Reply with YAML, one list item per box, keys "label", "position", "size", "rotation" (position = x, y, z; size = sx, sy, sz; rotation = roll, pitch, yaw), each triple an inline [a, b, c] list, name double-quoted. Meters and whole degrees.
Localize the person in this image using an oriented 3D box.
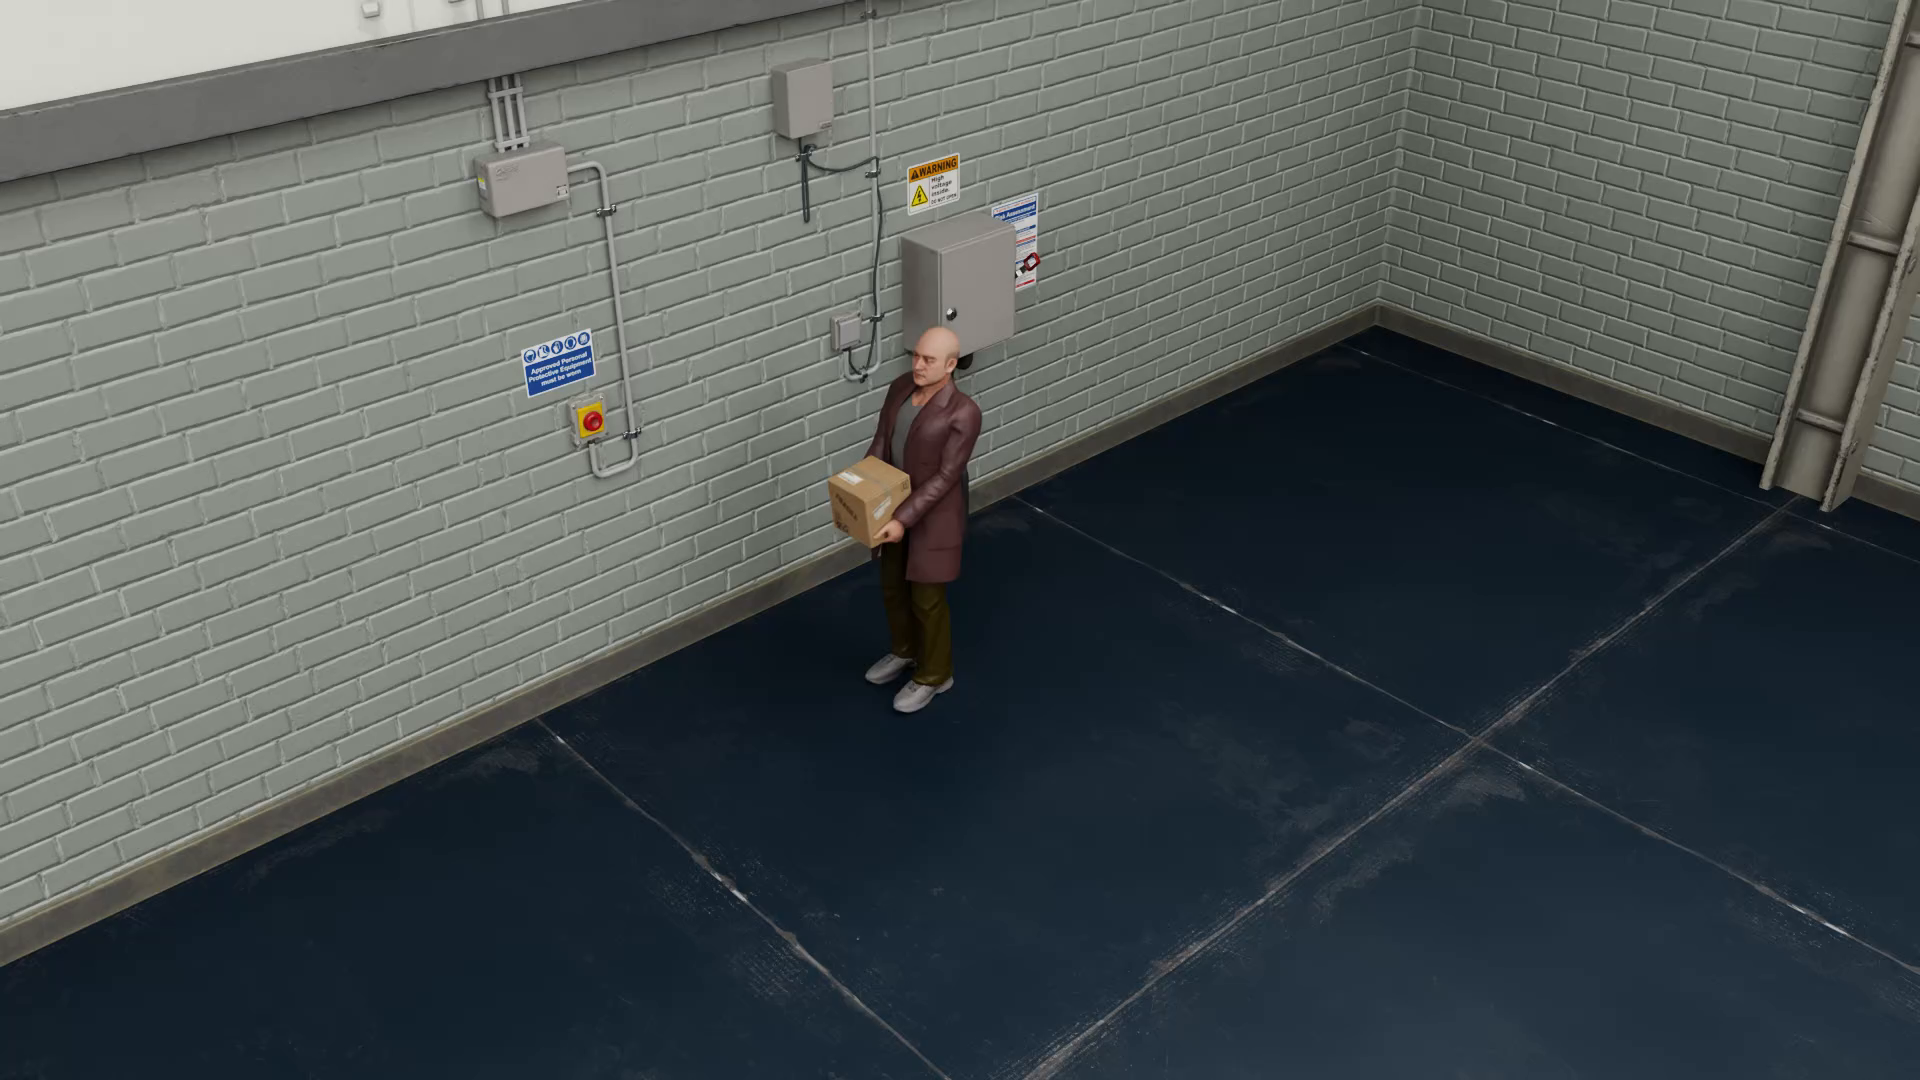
- label: "person"
  position: [-0.229, -0.087, 7.275]
  size: [0.582, 1.775, 0.689]
  rotation: [-26, 40, -35]
